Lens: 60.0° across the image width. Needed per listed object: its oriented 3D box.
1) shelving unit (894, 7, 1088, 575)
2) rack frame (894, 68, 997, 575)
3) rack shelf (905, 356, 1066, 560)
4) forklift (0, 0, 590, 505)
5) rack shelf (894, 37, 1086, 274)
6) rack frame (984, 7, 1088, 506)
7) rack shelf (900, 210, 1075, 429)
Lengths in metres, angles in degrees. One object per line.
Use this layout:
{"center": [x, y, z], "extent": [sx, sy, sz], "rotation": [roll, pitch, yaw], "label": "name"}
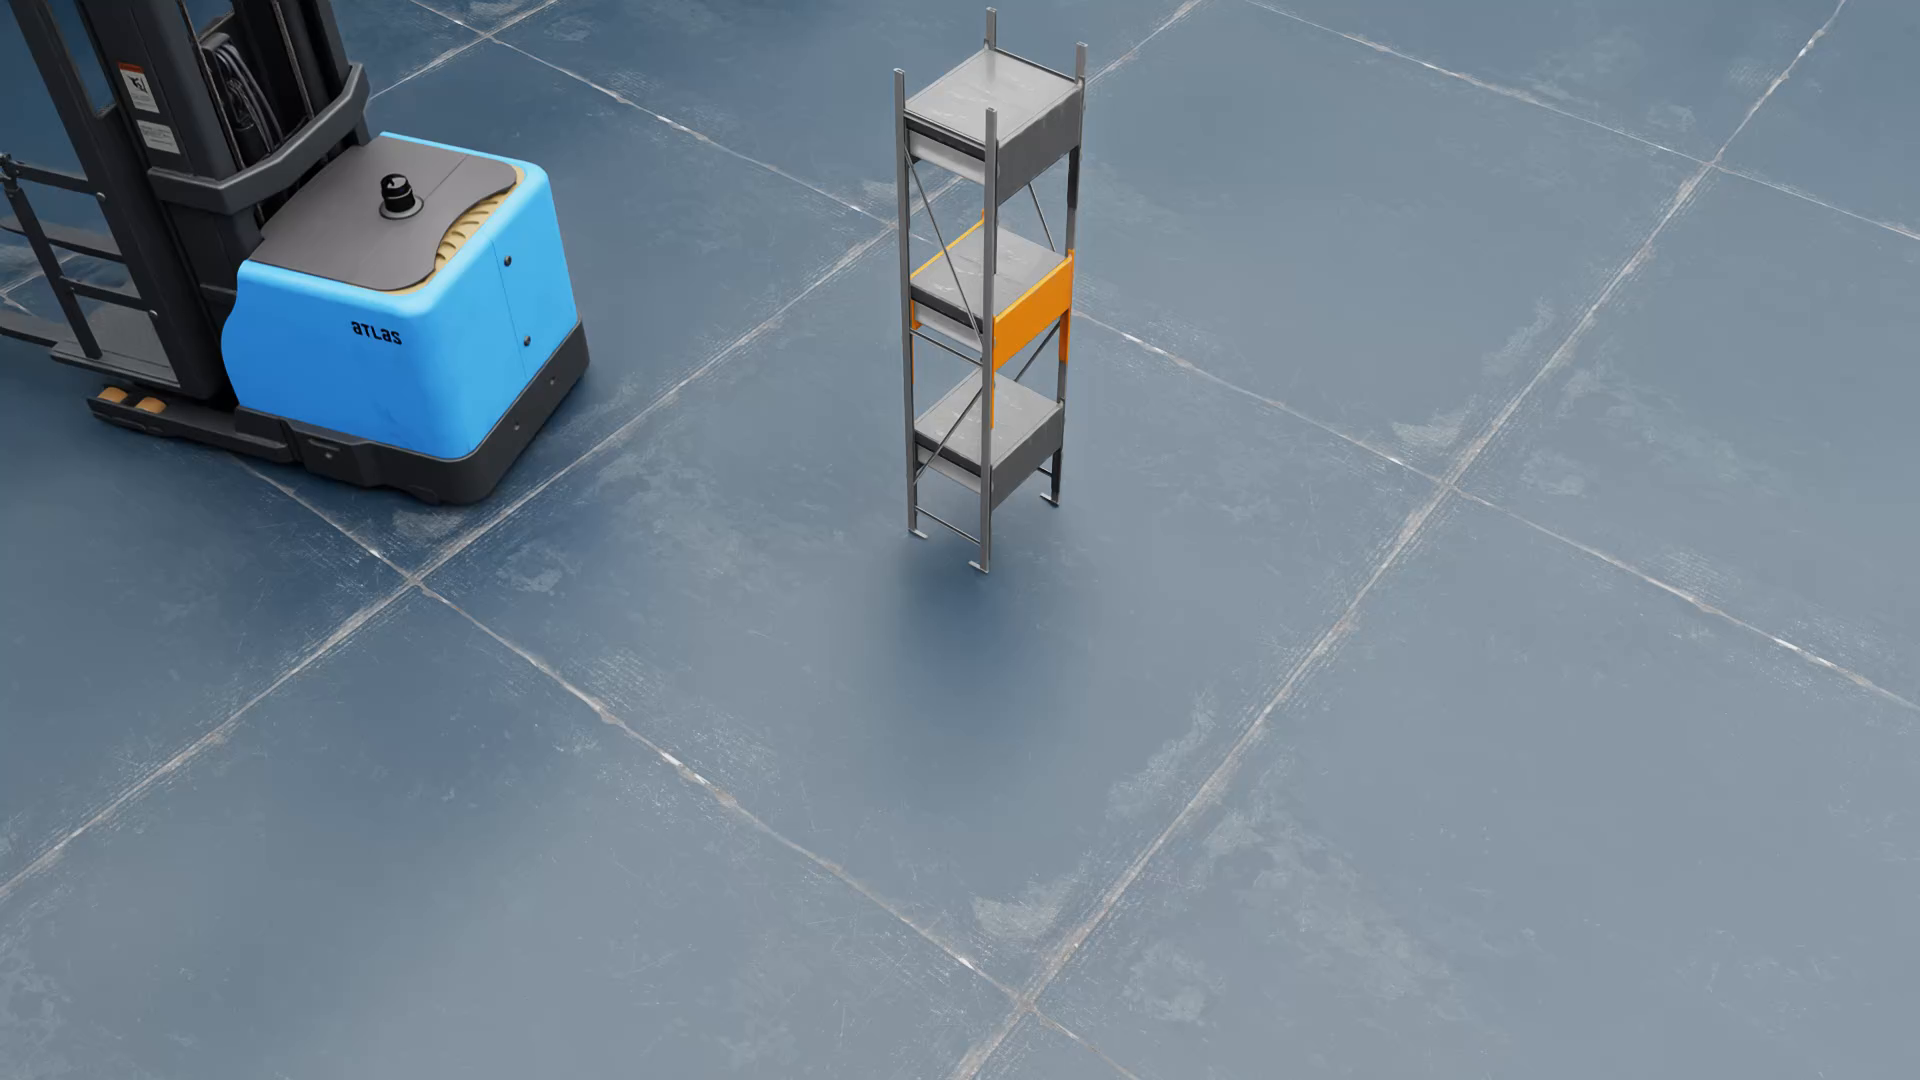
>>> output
{"center": [0.101, -0.820, 6.081], "extent": [0.431, 2.100, 0.503], "rotation": [29, 53, 25], "label": "shelving unit"}
{"center": [-0.048, -0.680, 5.948], "extent": [0.400, 2.100, 0.015], "rotation": [29, 53, 25], "label": "rack frame"}
{"center": [0.101, -0.327, 6.597], "extent": [0.431, 0.518, 0.480], "rotation": [29, 53, 25], "label": "rack shelf"}
{"center": [-3.223, -1.809, 6.451], "extent": [3.031, 2.935, 1.130], "rotation": [14, 48, 13], "label": "forklift"}
{"center": [0.101, -1.294, 5.585], "extent": [0.431, 0.518, 0.480], "rotation": [29, 53, 25], "label": "rack shelf"}
{"center": [0.250, -0.960, 6.215], "extent": [0.400, 2.100, 0.015], "rotation": [29, 53, 25], "label": "rack frame"}
{"center": [0.101, -0.811, 6.091], "extent": [0.431, 0.518, 0.480], "rotation": [29, 53, 25], "label": "rack shelf"}
